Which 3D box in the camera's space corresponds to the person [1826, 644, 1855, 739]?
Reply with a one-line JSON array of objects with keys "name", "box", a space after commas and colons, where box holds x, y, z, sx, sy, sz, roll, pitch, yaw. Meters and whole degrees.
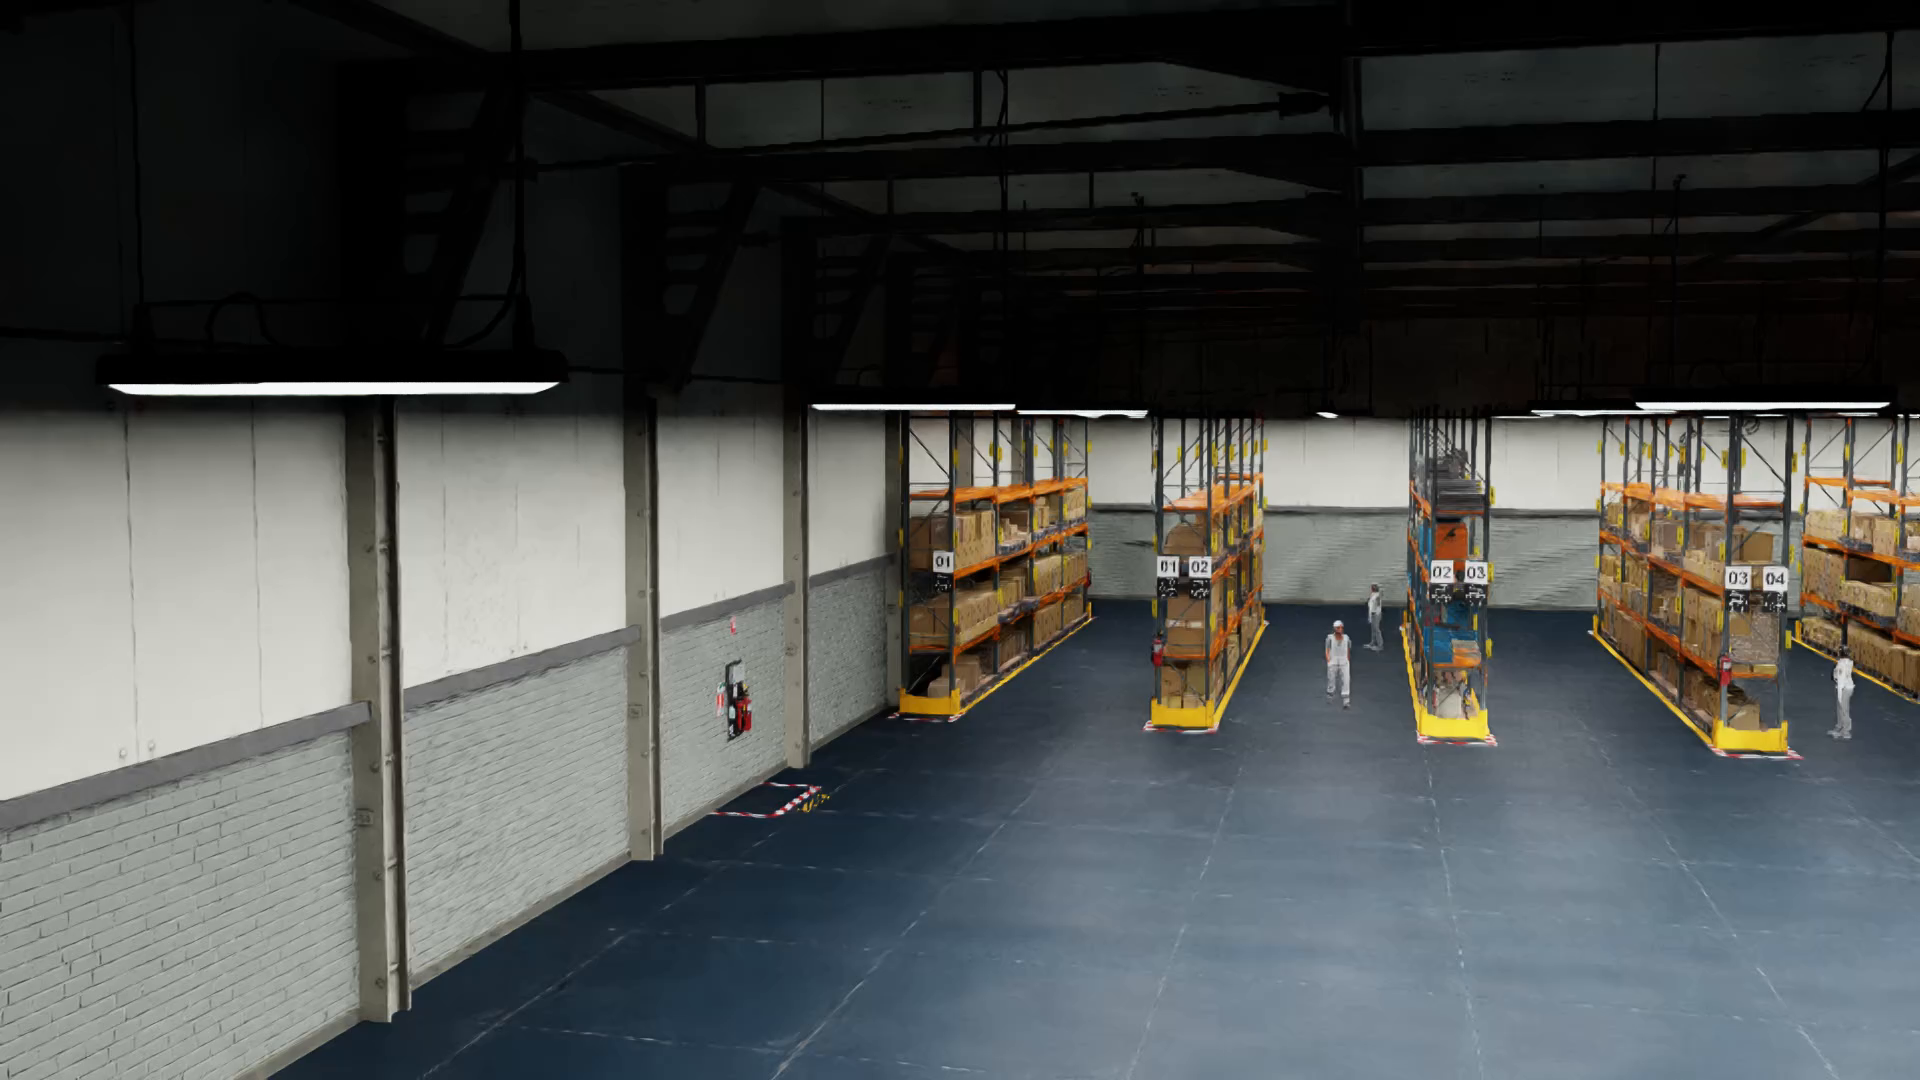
[{"name": "person", "box": [15.887, 2.725, 29.997, 0.455, 1.675, 0.525, 4, 6, 44]}]

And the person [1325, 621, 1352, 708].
[{"name": "person", "box": [7.545, 2.465, 33.211, 0.527, 1.728, 1.032, 0, 4, 5]}]

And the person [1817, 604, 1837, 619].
[{"name": "person", "box": [24.676, 1.499, 47.280, 0.586, 1.672, 0.983, 3, 5, 37]}]

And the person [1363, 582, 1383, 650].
[{"name": "person", "box": [10.347, 1.895, 41.554, 0.556, 1.663, 0.577, 2, 5, 30]}]
